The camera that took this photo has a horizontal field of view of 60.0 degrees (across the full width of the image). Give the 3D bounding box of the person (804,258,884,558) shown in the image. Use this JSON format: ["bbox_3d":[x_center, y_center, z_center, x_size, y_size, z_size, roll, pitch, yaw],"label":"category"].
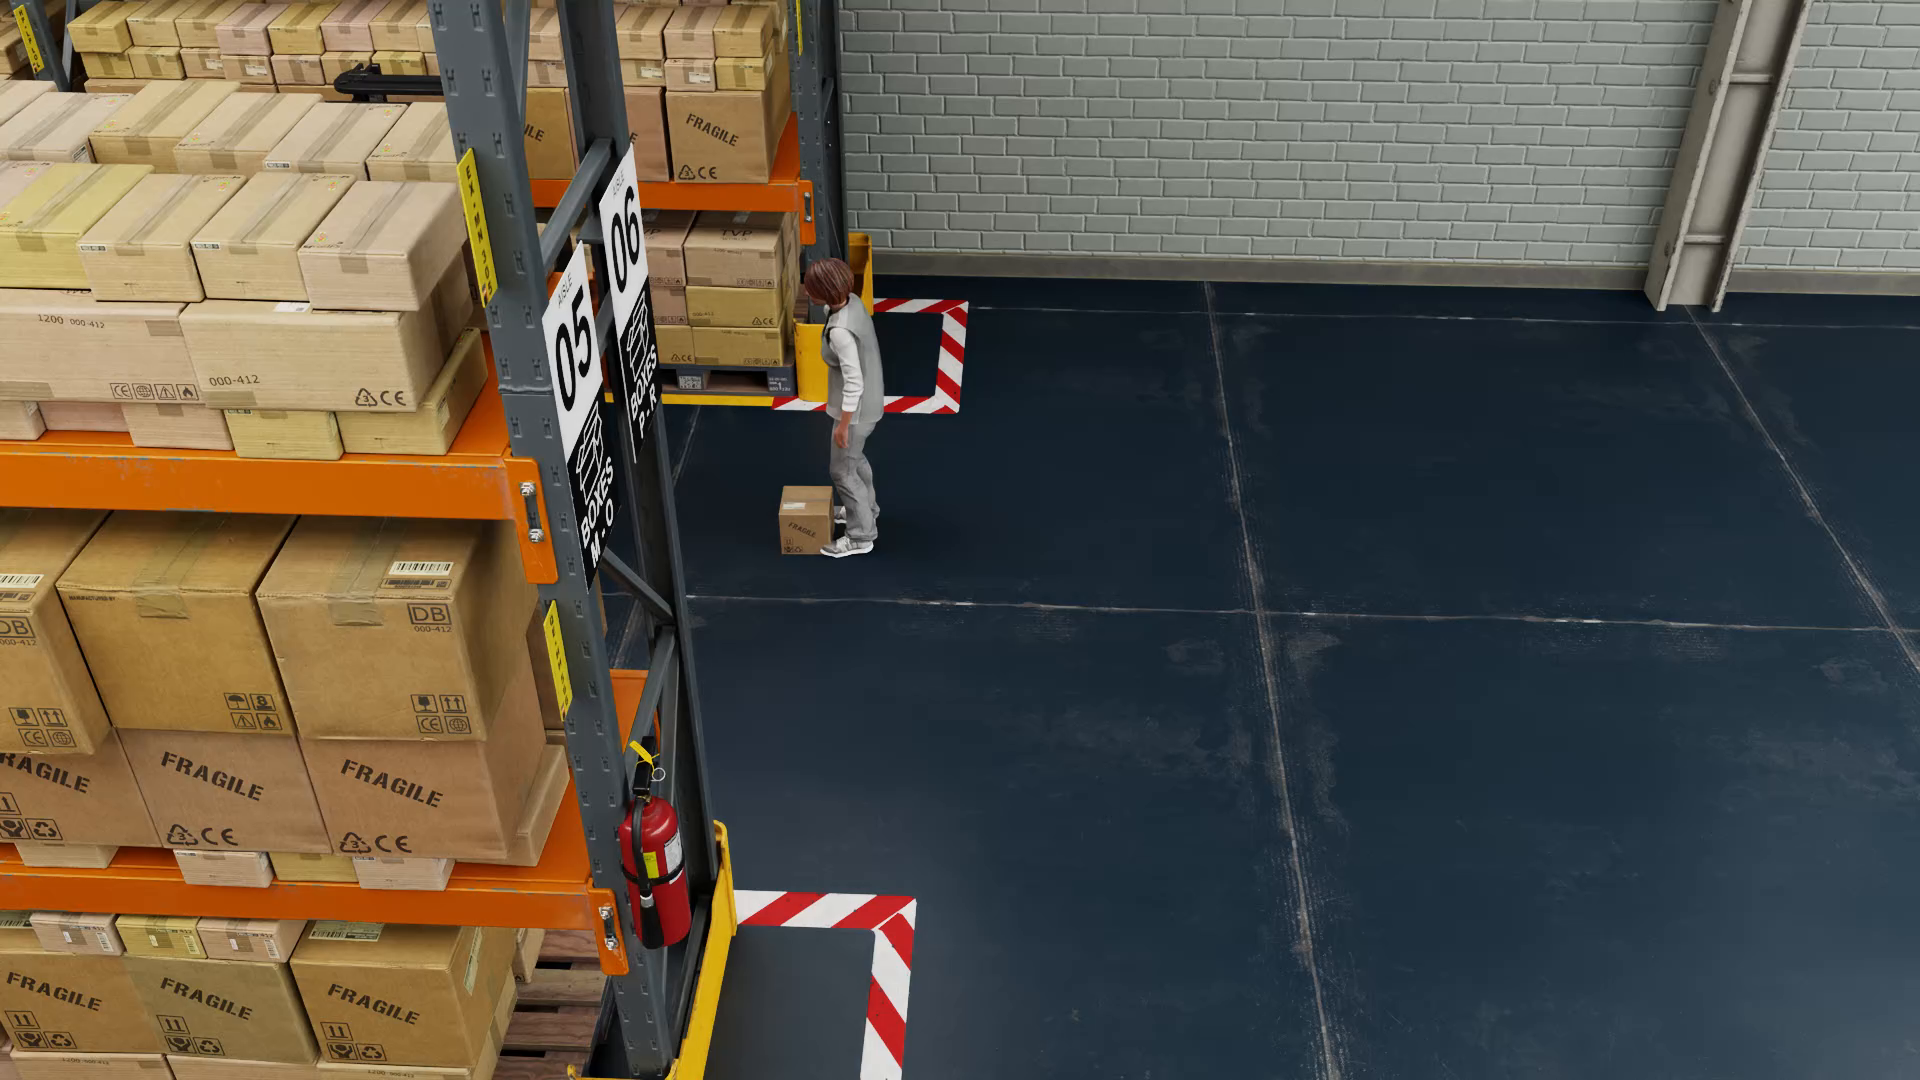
[{"bbox_3d":[-0.536,-0.639,7.997,0.346,1.593,0.484,-1,36,-1],"label":"person"}]
